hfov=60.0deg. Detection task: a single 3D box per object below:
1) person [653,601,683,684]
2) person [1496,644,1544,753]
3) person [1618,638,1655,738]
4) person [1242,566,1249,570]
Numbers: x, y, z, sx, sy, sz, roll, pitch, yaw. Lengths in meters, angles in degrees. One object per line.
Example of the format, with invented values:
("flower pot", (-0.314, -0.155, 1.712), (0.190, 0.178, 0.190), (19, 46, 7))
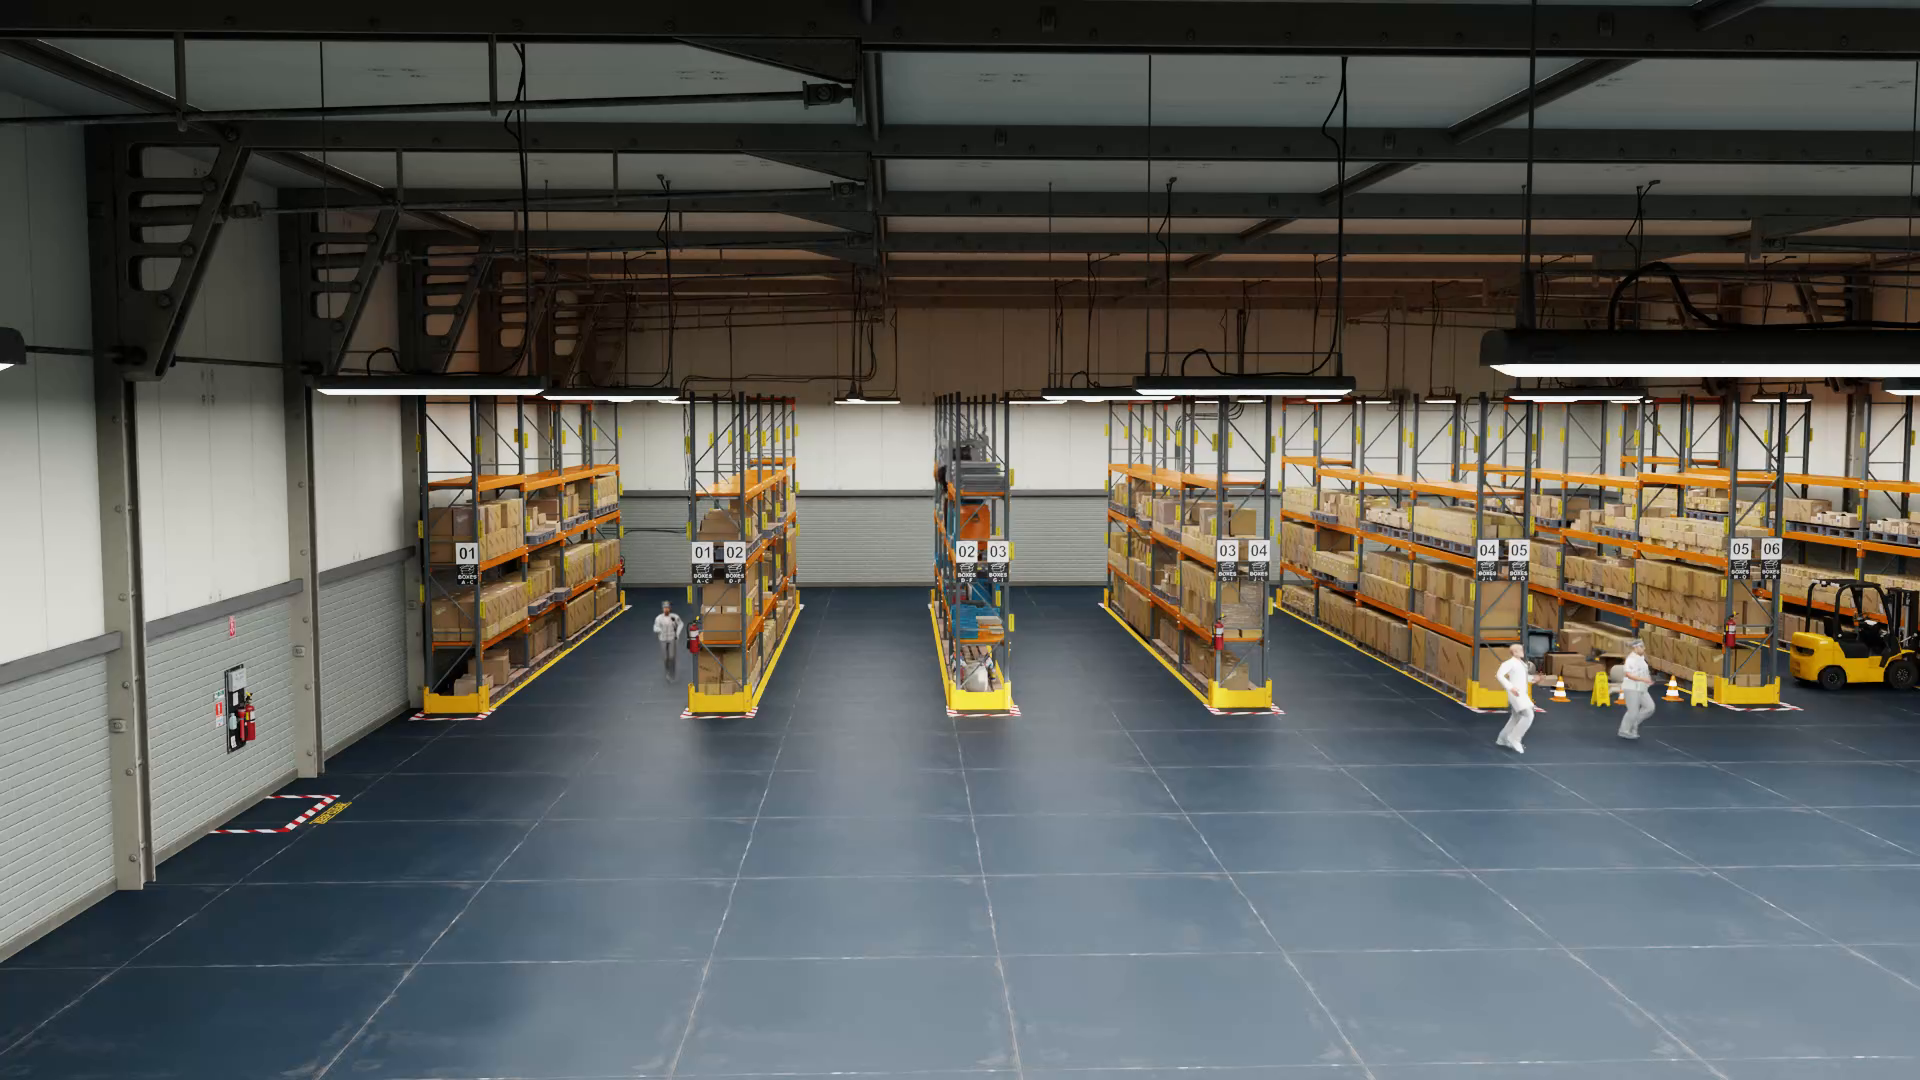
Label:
("person", (-6.066, 2.126, 34.539), (0.590, 1.734, 0.726), (0, 5, -3))
("person", (9.308, 2.633, 27.662), (0.737, 1.808, 0.685), (3, 5, 31))
("person", (11.654, 2.566, 28.563), (0.667, 1.778, 0.644), (-4, 6, -43))
("person", (8.314, 1.060, 48.241), (0.529, 1.594, 0.598), (-4, 6, -41))
